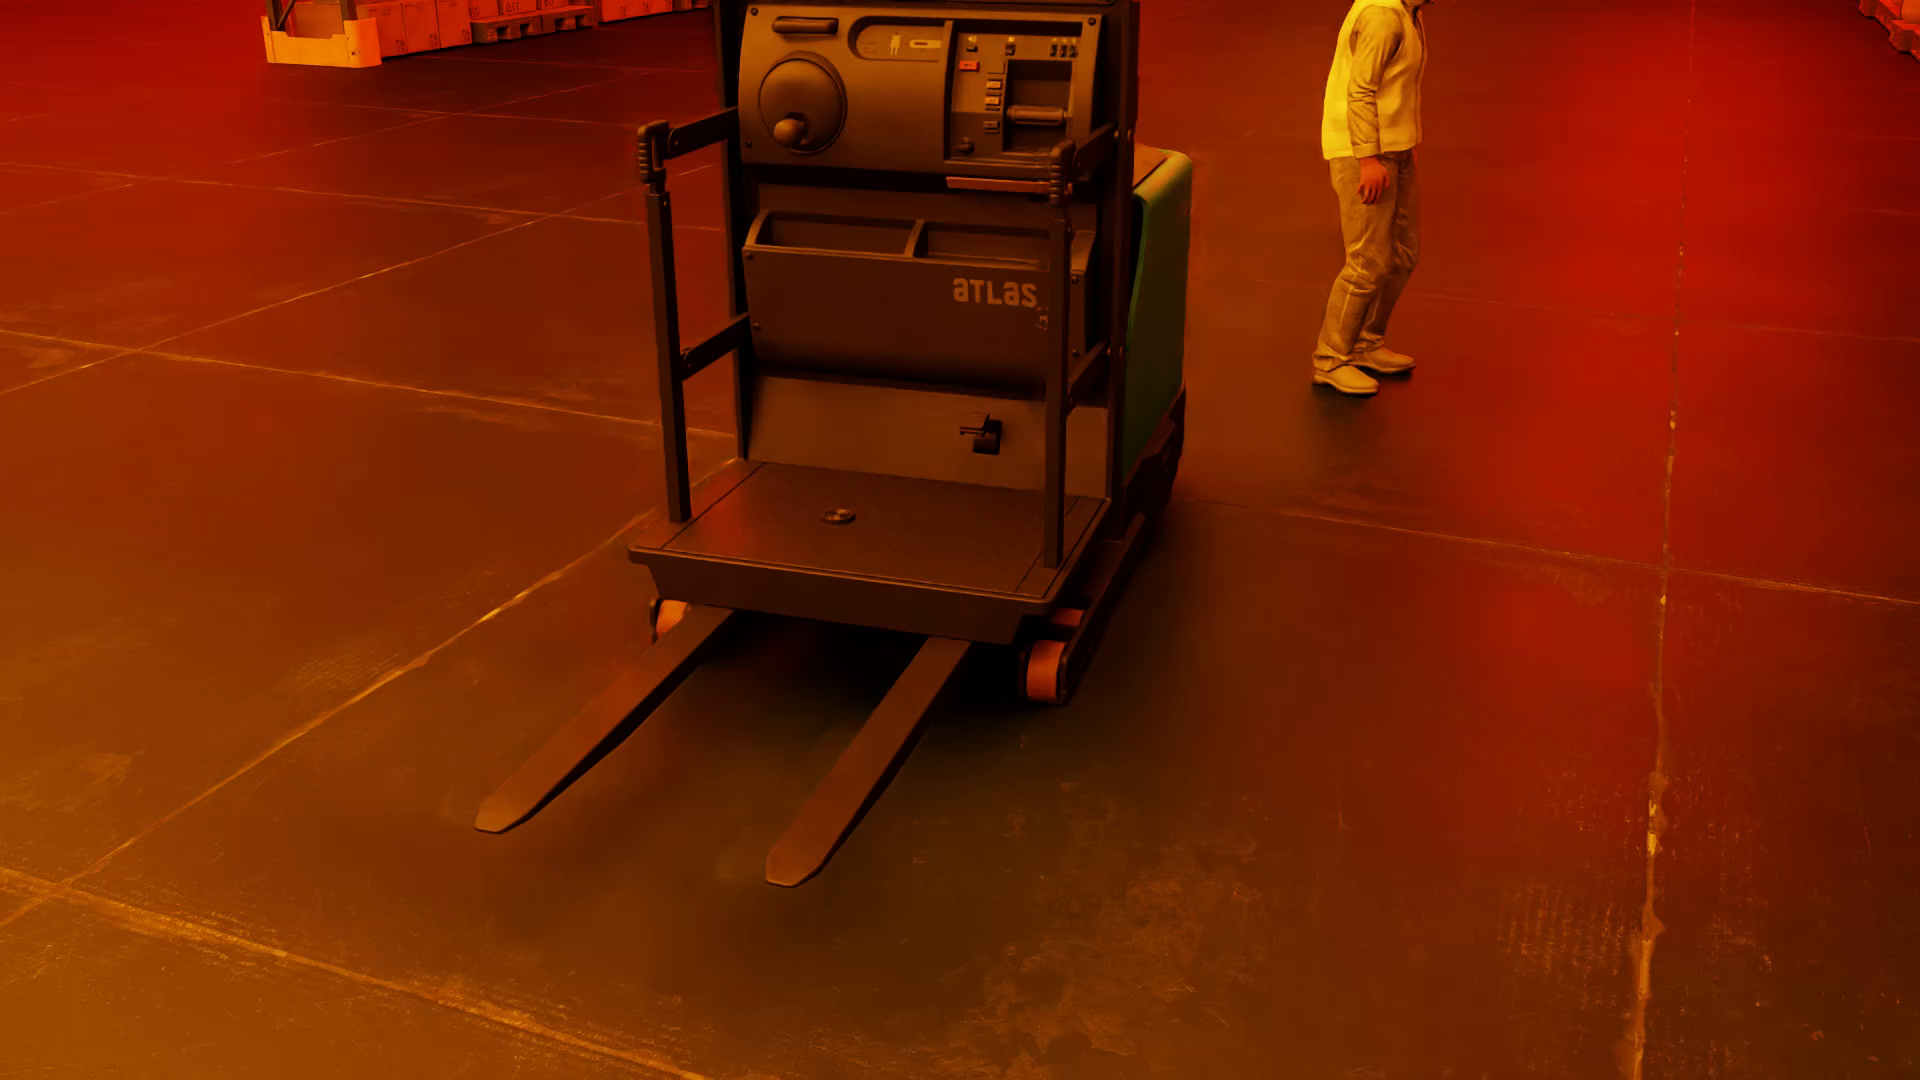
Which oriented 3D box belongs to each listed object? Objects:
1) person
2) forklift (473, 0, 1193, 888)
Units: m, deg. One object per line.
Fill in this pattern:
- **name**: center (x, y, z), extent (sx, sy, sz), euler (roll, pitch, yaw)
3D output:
- **person**: center (1.608, -1.483, 6.357), extent (0.449, 1.764, 0.619), euler (11, 25, 25)
- **forklift**: center (-0.172, -1.114, 3.959), extent (1.130, 2.935, 3.031), euler (7, 24, 16)
